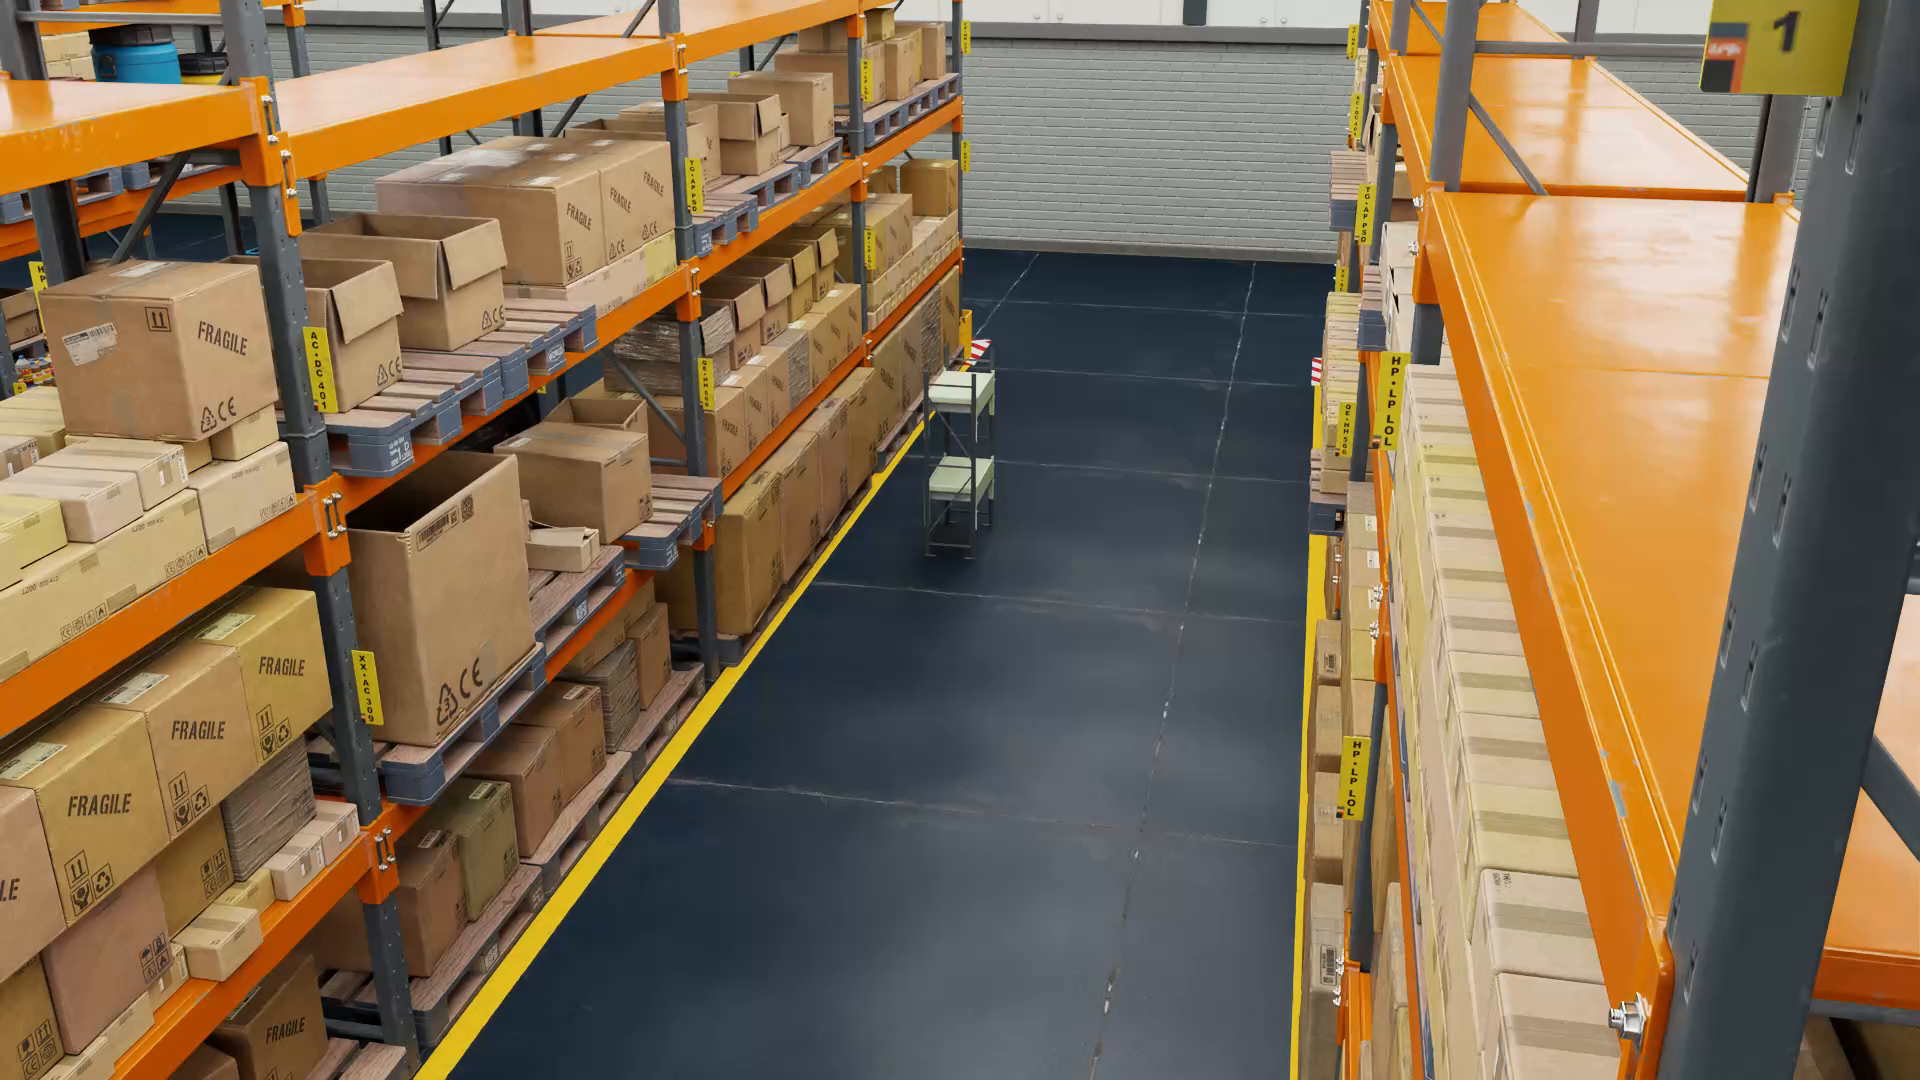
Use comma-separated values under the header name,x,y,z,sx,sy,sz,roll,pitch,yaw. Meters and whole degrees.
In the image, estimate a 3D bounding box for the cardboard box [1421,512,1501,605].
name,x,y,z,sx,sy,sz,roll,pitch,yaw
cardboard box,1.247,0.061,3.744,0.380,0.149,0.250,4,22,11

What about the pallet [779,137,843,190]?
name,x,y,z,sx,sy,sz,roll,pitch,yaw
pallet,-1.429,-2.930,12.855,0.805,0.209,1.217,4,22,9

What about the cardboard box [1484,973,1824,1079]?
name,x,y,z,sx,sy,sz,roll,pitch,yaw
cardboard box,0.886,0.711,2.131,0.380,0.149,0.250,5,22,11

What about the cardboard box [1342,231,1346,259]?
name,x,y,z,sx,sy,sz,roll,pitch,yaw
cardboard box,3.477,-2.582,13.878,0.500,0.500,0.500,4,22,9

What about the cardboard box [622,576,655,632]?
name,x,y,z,sx,sy,sz,roll,pitch,yaw
cardboard box,-2.213,0.351,10.220,0.500,0.250,0.500,5,23,13

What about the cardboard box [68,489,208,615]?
name,x,y,z,sx,sy,sz,roll,pitch,yaw
cardboard box,-2.876,0.014,5.489,0.500,0.250,0.500,5,22,12

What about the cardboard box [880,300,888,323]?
name,x,y,z,sx,sy,sz,roll,pitch,yaw
cardboard box,-0.850,-2.029,14.712,0.380,0.149,0.250,4,22,9

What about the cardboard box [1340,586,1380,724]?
name,x,y,z,sx,sy,sz,roll,pitch,yaw
cardboard box,2.065,0.561,7.811,0.500,0.500,0.500,4,22,10

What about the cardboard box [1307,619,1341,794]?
name,x,y,z,sx,sy,sz,roll,pitch,yaw
cardboard box,2.517,0.976,9.364,1.050,0.750,0.750,4,22,10

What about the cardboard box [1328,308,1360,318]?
name,x,y,z,sx,sy,sz,roll,pitch,yaw
cardboard box,2.909,-1.601,12.291,0.380,0.149,0.250,5,22,11

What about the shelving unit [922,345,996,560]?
name,x,y,z,sx,sy,sz,roll,pitch,yaw
shelving unit,-0.001,-0.693,13.067,0.431,1.500,0.755,4,22,11

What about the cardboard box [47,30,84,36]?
name,x,y,z,sx,sy,sz,roll,pitch,yaw
cardboard box,-10.260,-5.898,18.497,0.700,0.500,0.500,4,22,11

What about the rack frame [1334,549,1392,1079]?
name,x,y,z,sx,sy,sz,roll,pitch,yaw
rack frame,1.913,1.374,5.926,1.000,3.000,0.127,4,22,11

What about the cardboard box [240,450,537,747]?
name,x,y,z,sx,sy,sz,roll,pitch,yaw
cardboard box,-2.623,0.206,7.461,1.000,1.000,1.000,5,22,11

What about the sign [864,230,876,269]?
name,x,y,z,sx,sy,sz,roll,pitch,yaw
sign,-0.757,-2.429,13.926,0.100,0.325,0.005,4,22,11

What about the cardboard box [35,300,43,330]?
name,x,y,z,sx,sy,sz,roll,pitch,yaw
cardboard box,-10.264,-2.552,18.766,0.500,0.250,0.500,4,22,11

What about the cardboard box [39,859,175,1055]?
name,x,y,z,sx,sy,sz,roll,pitch,yaw
cardboard box,-3.214,1.305,5.565,0.875,0.500,0.500,4,22,11

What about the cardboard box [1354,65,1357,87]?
name,x,y,z,sx,sy,sz,roll,pitch,yaw
cardboard box,3.912,-4.236,15.374,0.500,0.250,0.500,4,22,10

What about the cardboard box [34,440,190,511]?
name,x,y,z,sx,sy,sz,roll,pitch,yaw
cardboard box,-2.816,-0.218,5.531,0.380,0.149,0.250,3,22,8

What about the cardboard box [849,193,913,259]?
name,x,y,z,sx,sy,sz,roll,pitch,yaw
cardboard box,-0.732,-2.909,15.359,0.500,0.500,0.500,4,22,9

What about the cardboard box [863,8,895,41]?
name,x,y,z,sx,sy,sz,roll,pitch,yaw
cardboard box,-0.896,-4.718,15.205,0.500,0.250,0.500,4,22,9

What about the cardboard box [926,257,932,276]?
name,x,y,z,sx,sy,sz,roll,pitch,yaw
cardboard box,-0.483,-2.689,16.352,0.380,0.149,0.250,5,22,11

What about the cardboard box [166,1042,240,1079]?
name,x,y,z,sx,sy,sz,roll,pitch,yaw
cardboard box,-3.152,2.277,6.468,0.500,0.500,0.500,12,25,28

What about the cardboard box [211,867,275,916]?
name,x,y,z,sx,sy,sz,roll,pitch,yaw
cardboard box,-2.848,1.354,6.312,0.380,0.149,0.250,4,22,11

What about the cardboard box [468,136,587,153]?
name,x,y,z,sx,sy,sz,roll,pitch,yaw
cardboard box,-2.454,-2.021,9.538,0.500,0.500,0.500,5,22,11

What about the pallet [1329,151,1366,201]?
name,x,y,z,sx,sy,sz,roll,pitch,yaw
pallet,3.315,-2.638,12.125,1.213,0.211,1.003,4,22,11

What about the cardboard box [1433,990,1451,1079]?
name,x,y,z,sx,sy,sz,roll,pitch,yaw
cardboard box,0.989,0.895,2.741,0.380,0.149,0.250,5,22,11

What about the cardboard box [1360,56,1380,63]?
name,x,y,z,sx,sy,sz,roll,pitch,yaw
cardboard box,3.730,-4.186,14.715,0.380,0.149,0.250,5,23,13

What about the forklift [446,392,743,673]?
name,x,y,z,sx,sy,sz,roll,pitch,yaw
forklift,-2.970,-0.659,11.067,3.031,2.935,1.130,10,24,23

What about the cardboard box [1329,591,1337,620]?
name,x,y,z,sx,sy,sz,roll,pitch,yaw
cardboard box,2.607,0.615,10.594,0.500,0.500,0.500,4,22,11

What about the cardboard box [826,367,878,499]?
name,x,y,z,sx,sy,sz,roll,pitch,yaw
cardboard box,-1.401,-0.940,13.955,1.225,0.875,0.875,5,22,11

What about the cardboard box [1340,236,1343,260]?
name,x,y,z,sx,sy,sz,roll,pitch,yaw
cardboard box,3.915,-2.858,15.903,0.500,0.500,0.500,5,22,11

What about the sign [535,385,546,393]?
name,x,y,z,sx,sy,sz,roll,pitch,yaw
sign,-2.650,-1.082,10.475,0.100,0.325,0.005,4,22,11

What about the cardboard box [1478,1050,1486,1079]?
name,x,y,z,sx,sy,sz,roll,pitch,yaw
cardboard box,0.923,0.936,2.106,0.500,0.250,0.500,5,22,12

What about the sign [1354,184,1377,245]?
name,x,y,z,sx,sy,sz,roll,pitch,yaw
sign,2.198,-1.762,9.006,0.100,0.325,0.005,4,22,11

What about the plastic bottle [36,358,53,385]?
name,x,y,z,sx,sy,sz,roll,pitch,yaw
plastic bottle,-7.082,-1.308,12.853,0.097,0.201,0.097,0,22,0

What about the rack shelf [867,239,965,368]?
name,x,y,z,sx,sy,sz,roll,pitch,yaw
rack shelf,-0.882,-2.364,16.172,1.077,0.370,4.000,4,22,11

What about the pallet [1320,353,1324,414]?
name,x,y,z,sx,sy,sz,roll,pitch,yaw
pallet,3.247,-1.194,12.560,1.003,0.211,1.213,4,22,11

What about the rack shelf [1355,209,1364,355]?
name,x,y,z,sx,sy,sz,roll,pitch,yaw
rack shelf,3.137,-1.878,10.949,1.077,0.370,4.000,4,22,11

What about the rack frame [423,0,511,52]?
name,x,y,z,sx,sy,sz,roll,pitch,yaw
rack frame,-5.322,-6.590,17.670,1.000,3.000,0.127,4,22,11

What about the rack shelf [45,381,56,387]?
name,x,y,z,sx,sy,sz,roll,pitch,yaw
rack shelf,-6.547,-1.279,13.477,1.077,0.370,4.000,4,22,11

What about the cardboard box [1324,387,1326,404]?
name,x,y,z,sx,sy,sz,roll,pitch,yaw
cardboard box,2.593,-0.897,10.941,0.380,0.149,0.250,4,22,11

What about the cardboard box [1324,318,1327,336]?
name,x,y,z,sx,sy,sz,roll,pitch,yaw
cardboard box,3.015,-1.659,12.833,0.380,0.149,0.250,5,22,12

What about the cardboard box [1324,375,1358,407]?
name,x,y,z,sx,sy,sz,roll,pitch,yaw
cardboard box,2.538,-0.942,10.656,0.380,0.149,0.250,5,22,13

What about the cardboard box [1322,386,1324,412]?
name,x,y,z,sx,sy,sz,roll,pitch,yaw
cardboard box,2.699,-0.951,11.474,0.380,0.149,0.250,3,22,8

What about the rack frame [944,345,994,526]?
name,x,y,z,sx,sy,sz,roll,pitch,yaw
rack frame,0.073,-0.827,13.400,0.400,1.500,0.023,4,22,11

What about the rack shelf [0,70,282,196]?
name,x,y,z,sx,sy,sz,roll,pitch,yaw
rack shelf,-3.330,-0.757,4.155,1.077,0.370,4.000,4,22,11

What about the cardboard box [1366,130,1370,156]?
name,x,y,z,sx,sy,sz,roll,pitch,yaw
cardboard box,3.160,-2.791,11.809,0.500,0.311,0.500,4,22,10

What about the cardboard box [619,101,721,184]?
name,x,y,z,sx,sy,sz,roll,pitch,yaw
cardboard box,-1.962,-2.687,11.300,0.500,0.500,0.500,6,23,14

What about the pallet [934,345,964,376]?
name,x,y,z,sx,sy,sz,roll,pitch,yaw
pallet,-0.560,-1.838,17.634,1.003,0.211,1.213,4,22,11

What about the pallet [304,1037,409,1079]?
name,x,y,z,sx,sy,sz,roll,pitch,yaw
pallet,-3.025,2.501,6.861,1.003,0.211,1.213,4,22,11

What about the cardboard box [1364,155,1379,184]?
name,x,y,z,sx,sy,sz,roll,pitch,yaw
cardboard box,2.792,-2.121,10.456,0.500,0.500,0.500,4,22,11

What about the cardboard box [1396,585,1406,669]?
name,x,y,z,sx,sy,sz,roll,pitch,yaw
cardboard box,1.351,0.243,4.360,0.380,0.149,0.250,4,22,10

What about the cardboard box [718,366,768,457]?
name,x,y,z,sx,sy,sz,roll,pitch,yaw
cardboard box,-1.637,-0.896,11.429,0.500,0.500,0.500,4,22,9

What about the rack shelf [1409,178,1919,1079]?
name,x,y,z,sx,sy,sz,roll,pitch,yaw
rack shelf,1.505,-0.158,3.198,1.077,0.370,4.000,4,22,11

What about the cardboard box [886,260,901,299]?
name,x,y,z,sx,sy,sz,roll,pitch,yaw
cardboard box,-0.831,-2.368,15.022,0.500,0.250,0.500,4,22,11

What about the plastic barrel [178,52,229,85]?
name,x,y,z,sx,sy,sz,roll,pitch,yaw
plastic barrel,-6.126,-3.668,13.618,0.600,0.588,0.600,0,22,0

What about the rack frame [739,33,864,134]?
name,x,y,z,sx,sy,sz,roll,pitch,yaw
rack frame,-1.290,-4.749,13.101,1.000,3.000,0.127,4,22,11

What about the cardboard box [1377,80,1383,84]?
name,x,y,z,sx,sy,sz,roll,pitch,yaw
cardboard box,3.386,-3.523,13.069,0.380,0.149,0.250,5,22,12
